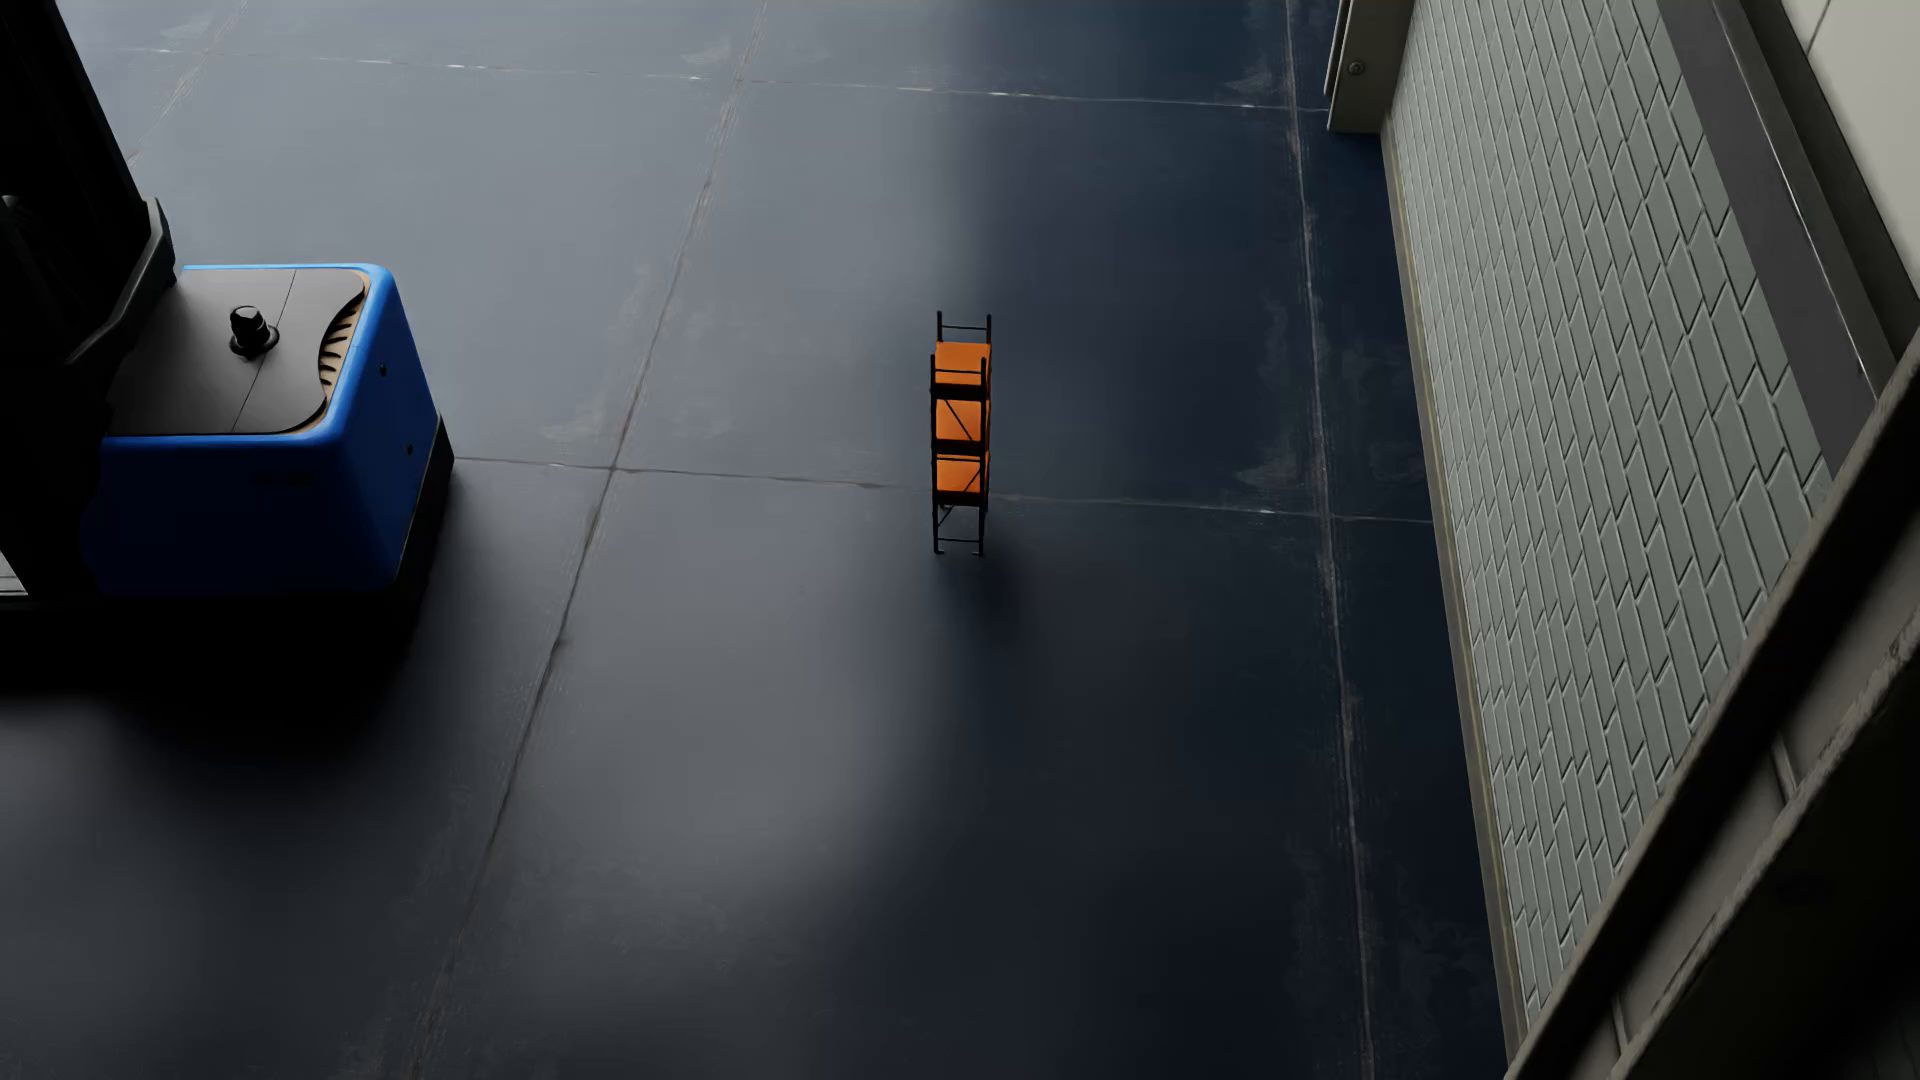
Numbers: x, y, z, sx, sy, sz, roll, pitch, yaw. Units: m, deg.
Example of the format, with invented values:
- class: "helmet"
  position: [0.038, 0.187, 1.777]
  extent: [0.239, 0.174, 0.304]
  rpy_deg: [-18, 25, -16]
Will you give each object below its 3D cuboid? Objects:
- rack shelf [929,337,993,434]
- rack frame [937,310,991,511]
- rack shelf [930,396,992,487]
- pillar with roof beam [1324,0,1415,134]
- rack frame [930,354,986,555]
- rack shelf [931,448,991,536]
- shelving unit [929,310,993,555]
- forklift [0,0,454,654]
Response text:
- class: "rack shelf"
  position: [0.005, -0.578, 6.223]
  extent: [0.215, 0.259, 0.240]
  rpy_deg: [4, 48, 4]
- class: "rack frame"
  position: [0.016, -0.483, 6.506]
  extent: [0.200, 1.050, 0.008]
  rpy_deg: [4, 48, 4]
- class: "rack shelf"
  position: [0.005, -0.387, 6.432]
  extent: [0.215, 0.259, 0.240]
  rpy_deg: [4, 48, 4]
- class: "pillar with roof beam"
  position: [-2.182, -5.611, 5.810]
  extent: [9.100, 9.000, 0.400]
  rpy_deg: [4, 48, 4]
- class: "rack frame"
  position: [-0.006, -0.304, 6.342]
  extent: [0.200, 1.050, 0.008]
  rpy_deg: [4, 48, 4]
- class: "rack shelf"
  position: [0.005, -0.199, 6.637]
  extent: [0.215, 0.259, 0.240]
  rpy_deg: [4, 48, 4]
- class: "shelving unit"
  position: [0.005, -0.394, 6.424]
  extent: [0.215, 1.050, 0.252]
  rpy_deg: [4, 48, 4]
- class: "forklift"
  position: [-3.630, -0.939, 5.649]
  extent: [3.031, 2.935, 1.130]
  rpy_deg: [-1, 48, -1]
